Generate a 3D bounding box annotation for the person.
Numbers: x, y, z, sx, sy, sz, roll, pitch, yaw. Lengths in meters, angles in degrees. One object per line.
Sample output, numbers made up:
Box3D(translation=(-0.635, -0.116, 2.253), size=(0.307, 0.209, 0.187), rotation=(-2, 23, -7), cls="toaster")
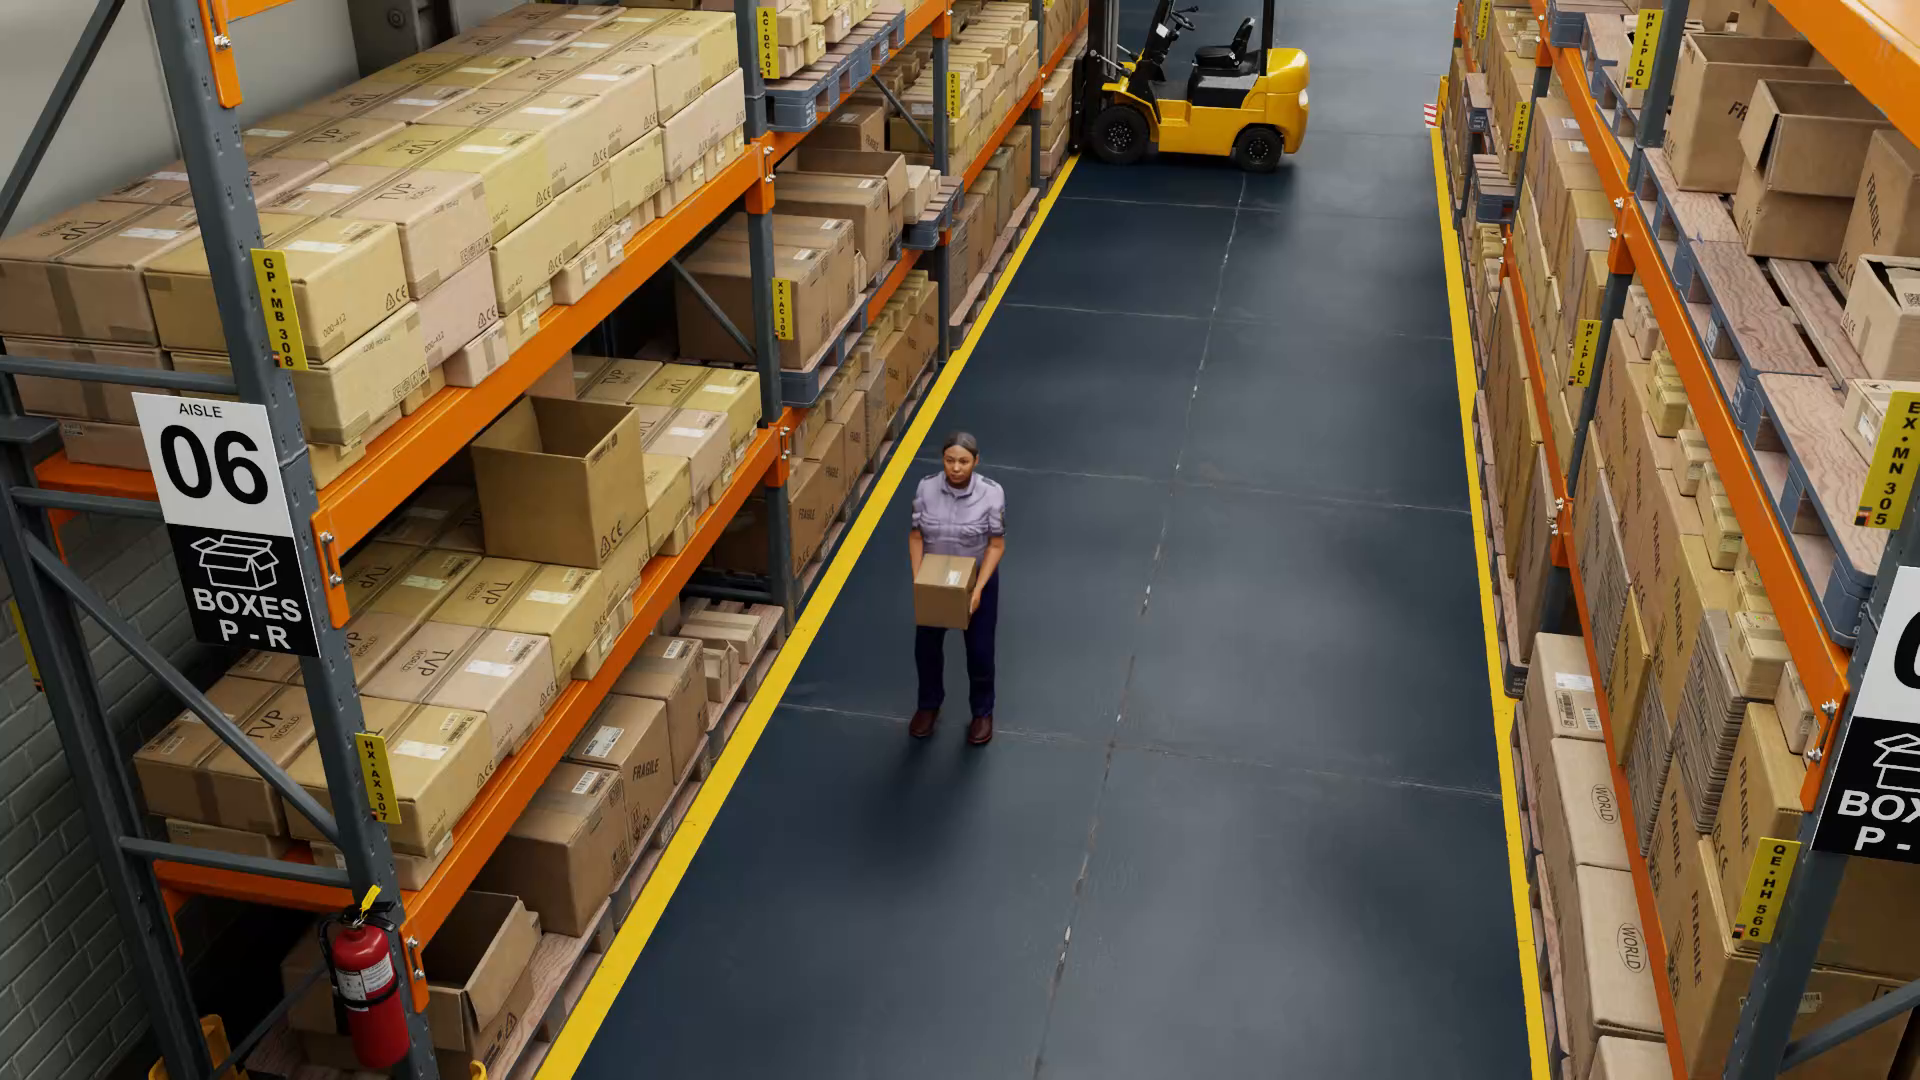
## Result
Box3D(translation=(-0.026, 0.258, 8.153), size=(0.479, 1.652, 0.498), rotation=(6, 29, 10), cls="person")
